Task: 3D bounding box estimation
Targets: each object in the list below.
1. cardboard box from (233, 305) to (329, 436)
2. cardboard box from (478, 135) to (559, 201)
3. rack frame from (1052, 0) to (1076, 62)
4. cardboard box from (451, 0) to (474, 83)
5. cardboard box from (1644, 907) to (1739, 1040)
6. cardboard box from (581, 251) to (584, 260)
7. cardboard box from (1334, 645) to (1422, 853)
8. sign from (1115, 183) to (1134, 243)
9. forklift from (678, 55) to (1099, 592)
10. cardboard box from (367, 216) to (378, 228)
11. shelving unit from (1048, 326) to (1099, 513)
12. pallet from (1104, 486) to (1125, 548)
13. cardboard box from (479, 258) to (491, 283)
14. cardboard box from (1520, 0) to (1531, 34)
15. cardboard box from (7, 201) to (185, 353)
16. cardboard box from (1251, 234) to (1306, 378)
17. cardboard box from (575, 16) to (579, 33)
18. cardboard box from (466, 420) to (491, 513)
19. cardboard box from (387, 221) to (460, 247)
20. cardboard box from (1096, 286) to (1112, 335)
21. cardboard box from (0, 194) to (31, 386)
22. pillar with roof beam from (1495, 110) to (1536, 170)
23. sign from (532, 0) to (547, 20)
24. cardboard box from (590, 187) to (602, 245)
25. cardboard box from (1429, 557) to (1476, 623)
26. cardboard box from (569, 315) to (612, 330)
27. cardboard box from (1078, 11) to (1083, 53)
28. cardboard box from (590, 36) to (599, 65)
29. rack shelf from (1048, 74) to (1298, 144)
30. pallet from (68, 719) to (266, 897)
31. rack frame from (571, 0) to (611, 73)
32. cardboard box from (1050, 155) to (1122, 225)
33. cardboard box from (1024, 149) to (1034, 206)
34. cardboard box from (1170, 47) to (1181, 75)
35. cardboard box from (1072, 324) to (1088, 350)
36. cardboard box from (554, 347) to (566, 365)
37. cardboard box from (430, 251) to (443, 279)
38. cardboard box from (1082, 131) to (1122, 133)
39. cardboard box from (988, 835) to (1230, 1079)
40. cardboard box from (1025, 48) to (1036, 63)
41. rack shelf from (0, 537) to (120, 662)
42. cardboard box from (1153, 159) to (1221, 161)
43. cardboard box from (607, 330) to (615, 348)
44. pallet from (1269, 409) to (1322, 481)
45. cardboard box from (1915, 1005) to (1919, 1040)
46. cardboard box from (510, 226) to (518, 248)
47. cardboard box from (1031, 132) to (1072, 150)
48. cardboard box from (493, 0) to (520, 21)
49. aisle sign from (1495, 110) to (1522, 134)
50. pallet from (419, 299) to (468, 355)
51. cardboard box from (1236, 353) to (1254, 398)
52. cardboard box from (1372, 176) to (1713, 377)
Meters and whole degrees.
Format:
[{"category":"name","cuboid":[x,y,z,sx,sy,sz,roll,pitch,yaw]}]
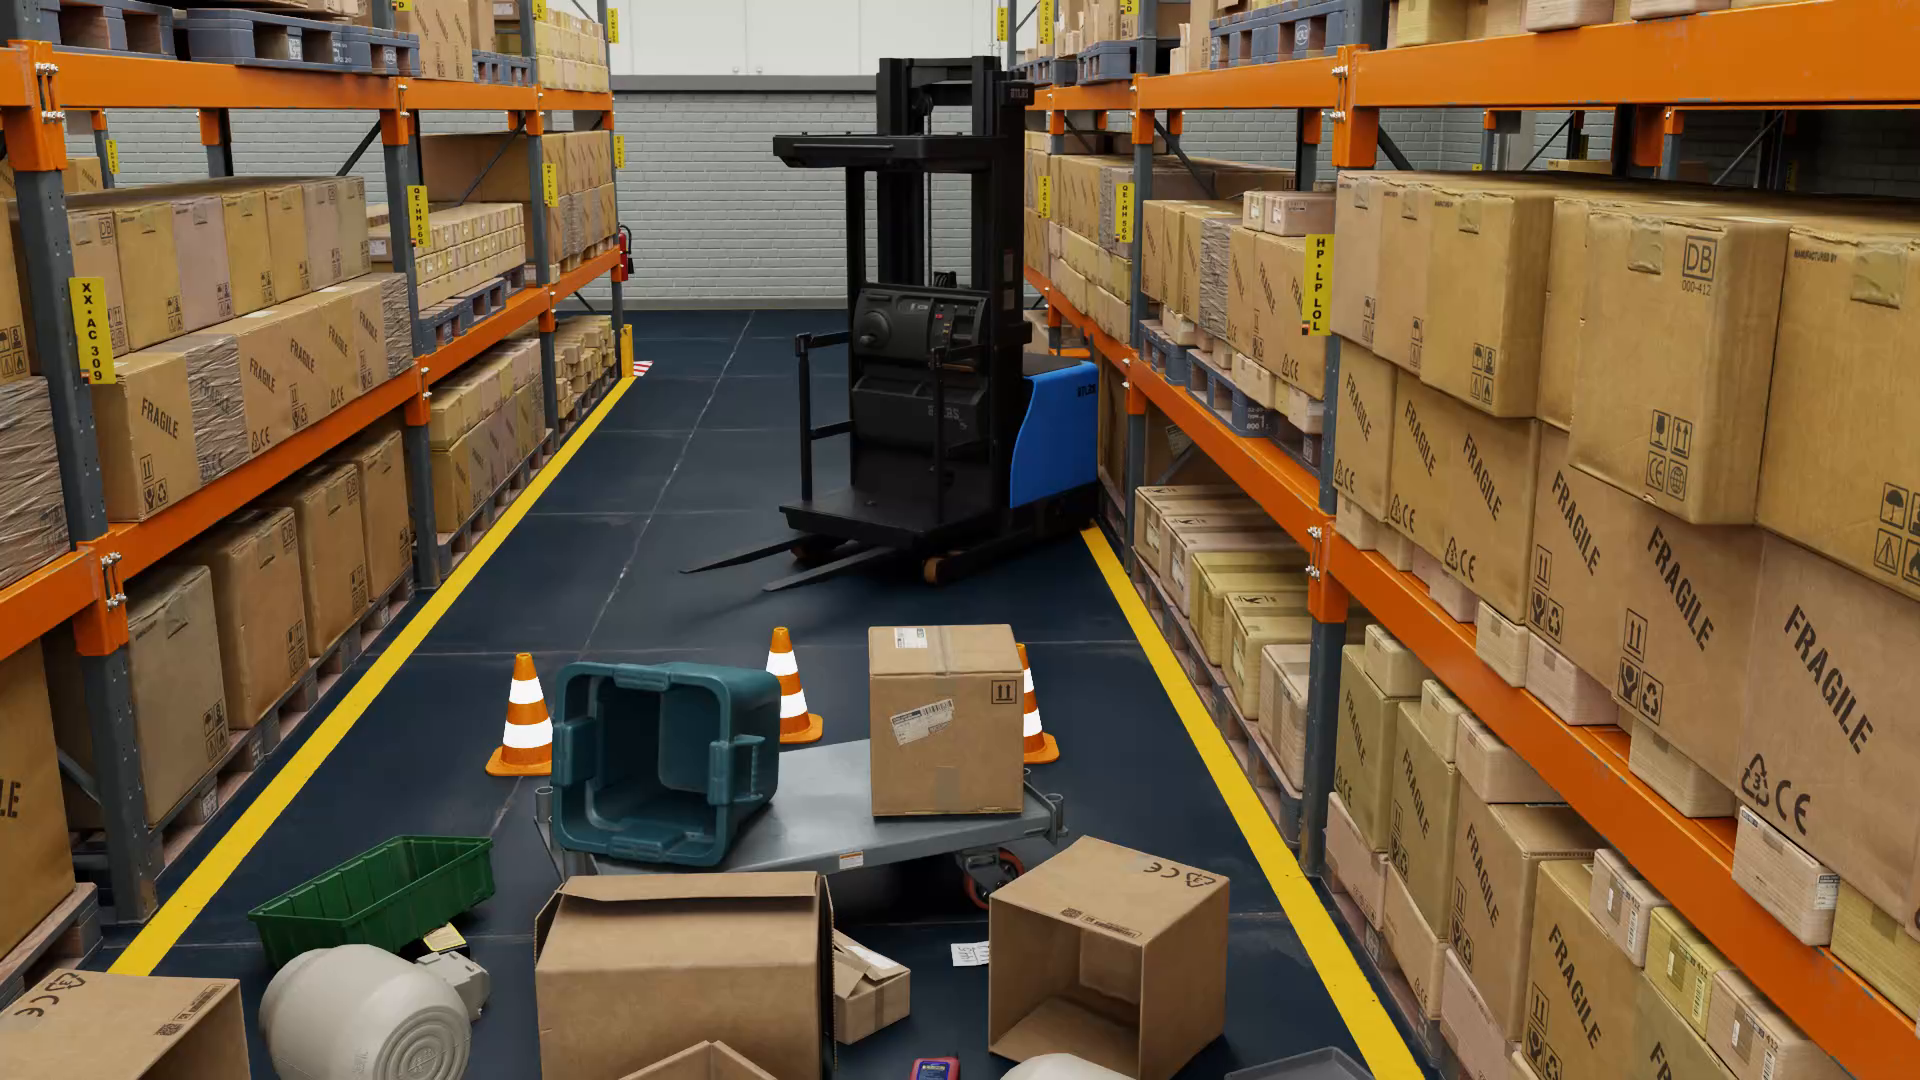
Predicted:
[{"category":"cardboard box","cuboid":[-3.071,-0.734,7.159,0.500,0.500,0.500,-1,14,-3]},{"category":"cardboard box","cuboid":[-3.496,-2.957,13.194,0.500,0.500,0.500,-1,14,-2]},{"category":"rack frame","cuboid":[1.223,-5.171,12.565,1.000,3.000,0.127,-1,14,-3]},{"category":"cardboard box","cuboid":[-3.307,-3.065,10.199,0.500,0.500,0.500,-1,14,-3]},{"category":"cardboard box","cuboid":[1.555,0.822,3.182,0.380,0.149,0.250,-1,14,-3]},{"category":"cardboard box","cuboid":[-3.664,-2.639,15.266,0.380,0.149,0.250,-1,15,-6]},{"category":"cardboard box","cuboid":[1.486,0.640,5.190,0.500,0.500,0.500,0,14,-1]},{"category":"sign","cuboid":[0.917,-1.822,9.265,0.100,0.325,0.005,-1,14,-3]},{"category":"forklift","cuboid":[-0.367,-1.294,9.672,1.130,2.935,3.031,10,18,35]},{"category":"cardboard box","cuboid":[-4.044,-2.040,10.904,0.380,0.149,0.250,0,14,-2]},{"category":"shelving unit","cuboid":[0.768,-0.815,11.240,0.258,1.200,0.503,-4,14,-2]},{"category":"pallet","cuboid":[1.498,-0.118,10.560,1.003,0.211,1.213,-1,14,-3]},{"category":"cardboard box","cuboid":[-3.405,-1.826,11.265,0.380,0.149,0.250,0,14,-1]},{"category":"cardboard box","cuboid":[1.561,-1.270,3.928,0.380,0.149,0.250,-1,14,-5]},{"category":"cardboard box","cuboid":[-3.286,-0.958,6.024,0.700,0.500,0.500,-1,14,-4]},{"category":"cardboard box","cuboid":[1.429,-0.906,6.389,0.500,0.500,0.500,-1,14,-3]},{"category":"cardboard box","cuboid":[-3.597,-4.577,14.773,0.380,0.149,0.250,-1,14,-2]},{"category":"cardboard box","cuboid":[-3.287,-0.467,10.495,0.500,0.500,0.500,-1,14,-3]},{"category":"cardboard box","cuboid":[-3.363,-1.918,10.429,0.380,0.149,0.250,0,14,-1]},{"category":"cardboard box","cuboid":[1.133,-1.447,10.430,0.500,0.250,0.500,-1,14,-2]},{"category":"cardboard box","cuboid":[-3.227,-0.678,4.673,0.875,0.550,0.550,-1,14,-3]},{"category":"pillar with roof beam","cuboid":[2.365,-6.861,19.134,9.100,9.000,0.400,-1,14,-3]},{"category":"sign","cuboid":[-3.157,-4.067,12.467,0.100,0.325,0.005,-1,14,-3]},{"category":"cardboard box","cuboid":[-3.606,-2.989,15.328,0.500,0.500,0.500,-1,14,-3]},{"category":"cardboard box","cuboid":[1.513,0.119,4.550,0.380,0.149,0.250,0,14,-2]},{"category":"cardboard box","cuboid":[-3.673,-2.142,16.516,0.380,0.149,0.250,-1,14,-3]},{"category":"cardboard box","cuboid":[0.987,-3.397,11.116,0.396,0.266,0.258,0,14,1]},{"category":"cardboard box","cuboid":[-3.643,-4.543,15.442,0.500,0.250,0.500,-1,14,-5]},{"category":"rack shelf","cuboid":[1.347,-2.872,11.095,1.077,0.370,4.000,-1,14,-3]},{"category":"pallet","cuboid":[-3.338,0.985,6.273,1.003,0.211,1.213,-1,14,-3]},{"category":"rack frame","cuboid":[-3.959,-6.064,16.036,1.000,3.000,0.127,-1,14,-3]},{"category":"cardboard box","cuboid":[0.964,-2.684,12.732,0.500,0.500,0.500,-1,14,-3]},{"category":"cardboard box","cuboid":[0.832,-3.289,15.082,0.500,0.500,0.500,-1,14,-3]},{"category":"cardboard box","cuboid":[1.321,-2.521,8.789,0.380,0.149,0.250,-1,14,-3]},{"category":"cardboard box","cuboid":[1.342,-1.287,12.930,0.875,0.875,0.875,0,14,-2]},{"category":"cardboard box","cuboid":[-3.587,-1.560,14.254,0.380,0.149,0.250,-1,14,-5]},{"category":"cardboard box","cuboid":[-3.331,-1.652,9.992,0.380,0.149,0.250,-1,14,-5]},{"category":"cardboard box","cuboid":[1.332,-3.705,15.396,0.380,0.149,0.250,-1,14,-2]},{"category":"cardboard box","cuboid":[0.427,1.221,4.773,0.500,0.500,0.500,10,18,35]},{"category":"cardboard box","cuboid":[0.813,-4.569,15.706,0.380,0.149,0.250,0,14,-1]},{"category":"rack shelf","cuboid":[-3.091,0.671,3.341,1.077,0.370,4.000,-1,14,-3]},{"category":"cardboard box","cuboid":[1.553,-2.436,11.767,0.500,0.500,0.500,0,14,-2]},{"category":"cardboard box","cuboid":[-3.641,-1.999,16.557,0.380,0.149,0.250,-1,14,-5]},{"category":"pallet","cuboid":[1.817,-0.375,6.351,1.003,0.211,1.213,-1,14,-3]},{"category":"cardboard box","cuboid":[1.604,0.689,2.331,0.380,0.149,0.250,-1,14,-4]},{"category":"cardboard box","cuboid":[-3.472,-2.228,12.232,0.380,0.149,0.250,-1,14,-3]},{"category":"cardboard box","cuboid":[0.840,-3.564,14.849,0.380,0.149,0.250,-1,14,-3]},{"category":"cardboard box","cuboid":[-3.487,-4.055,12.746,0.380,0.149,0.250,-1,14,-4]},{"category":"aisle sign","cuboid":[5.632,-4.609,17.204,0.394,0.787,0.004,-1,14,-3]},{"category":"pallet","cuboid":[-3.613,-1.252,9.757,1.213,0.211,1.003,-1,14,-3]},{"category":"cardboard box","cuboid":[1.342,-0.674,6.788,0.380,0.149,0.250,-1,14,-3]},{"category":"cardboard box","cuboid":[1.540,-0.713,4.472,0.700,0.500,0.500,-1,14,-3]}]
